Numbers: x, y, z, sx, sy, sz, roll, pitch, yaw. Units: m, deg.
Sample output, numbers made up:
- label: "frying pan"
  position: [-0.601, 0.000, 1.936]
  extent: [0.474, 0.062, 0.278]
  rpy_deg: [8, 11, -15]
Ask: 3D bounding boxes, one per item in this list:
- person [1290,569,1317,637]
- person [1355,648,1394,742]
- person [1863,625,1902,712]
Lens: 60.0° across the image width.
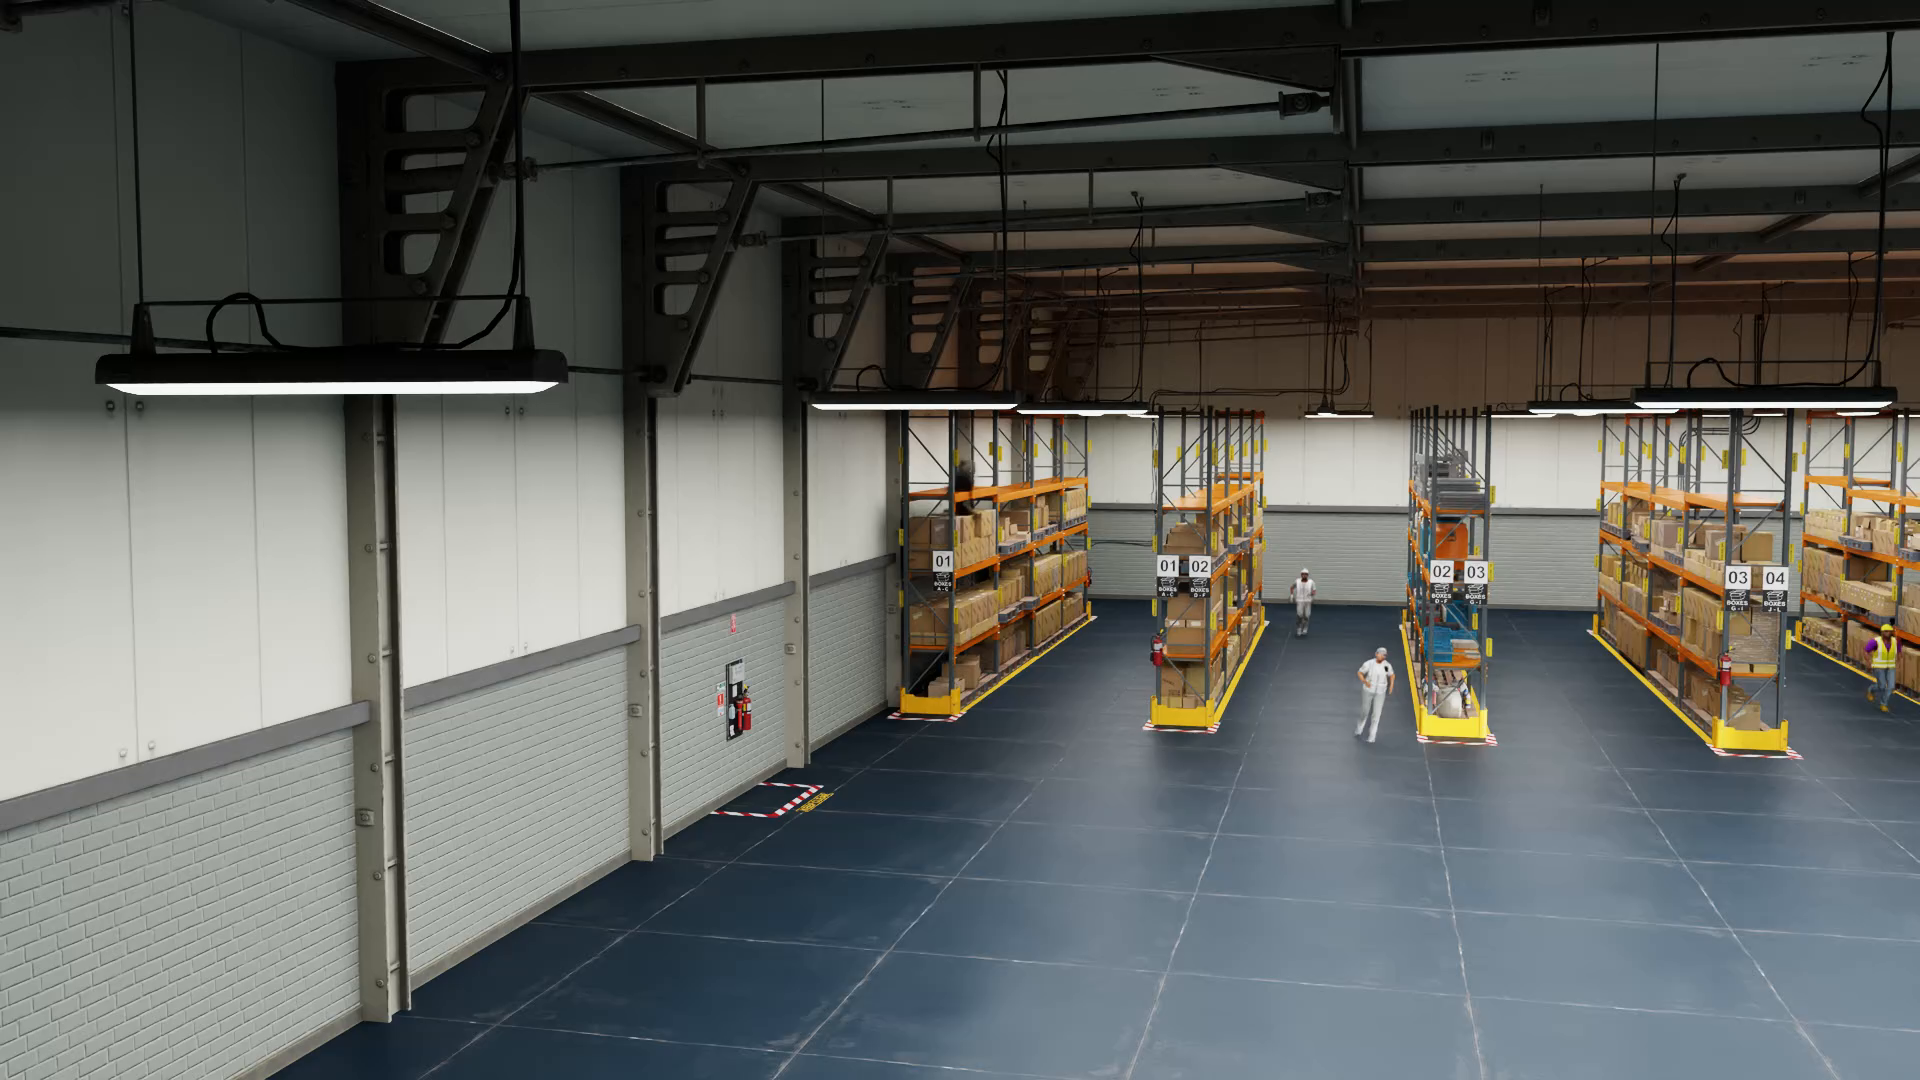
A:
- label: "person"
  position: [9.131, 1.666, 44.180]
  extent: [0.664, 1.792, 0.715]
  rpy_deg: [0, 4, 6]
- label: "person"
  position: [7.480, 2.743, 29.891]
  extent: [0.678, 1.637, 0.771]
  rpy_deg: [0, 4, 5]
- label: "person"
  position: [18.298, 2.515, 32.964]
  extent: [0.717, 1.719, 0.643]
  rpy_deg: [0, 4, 3]
